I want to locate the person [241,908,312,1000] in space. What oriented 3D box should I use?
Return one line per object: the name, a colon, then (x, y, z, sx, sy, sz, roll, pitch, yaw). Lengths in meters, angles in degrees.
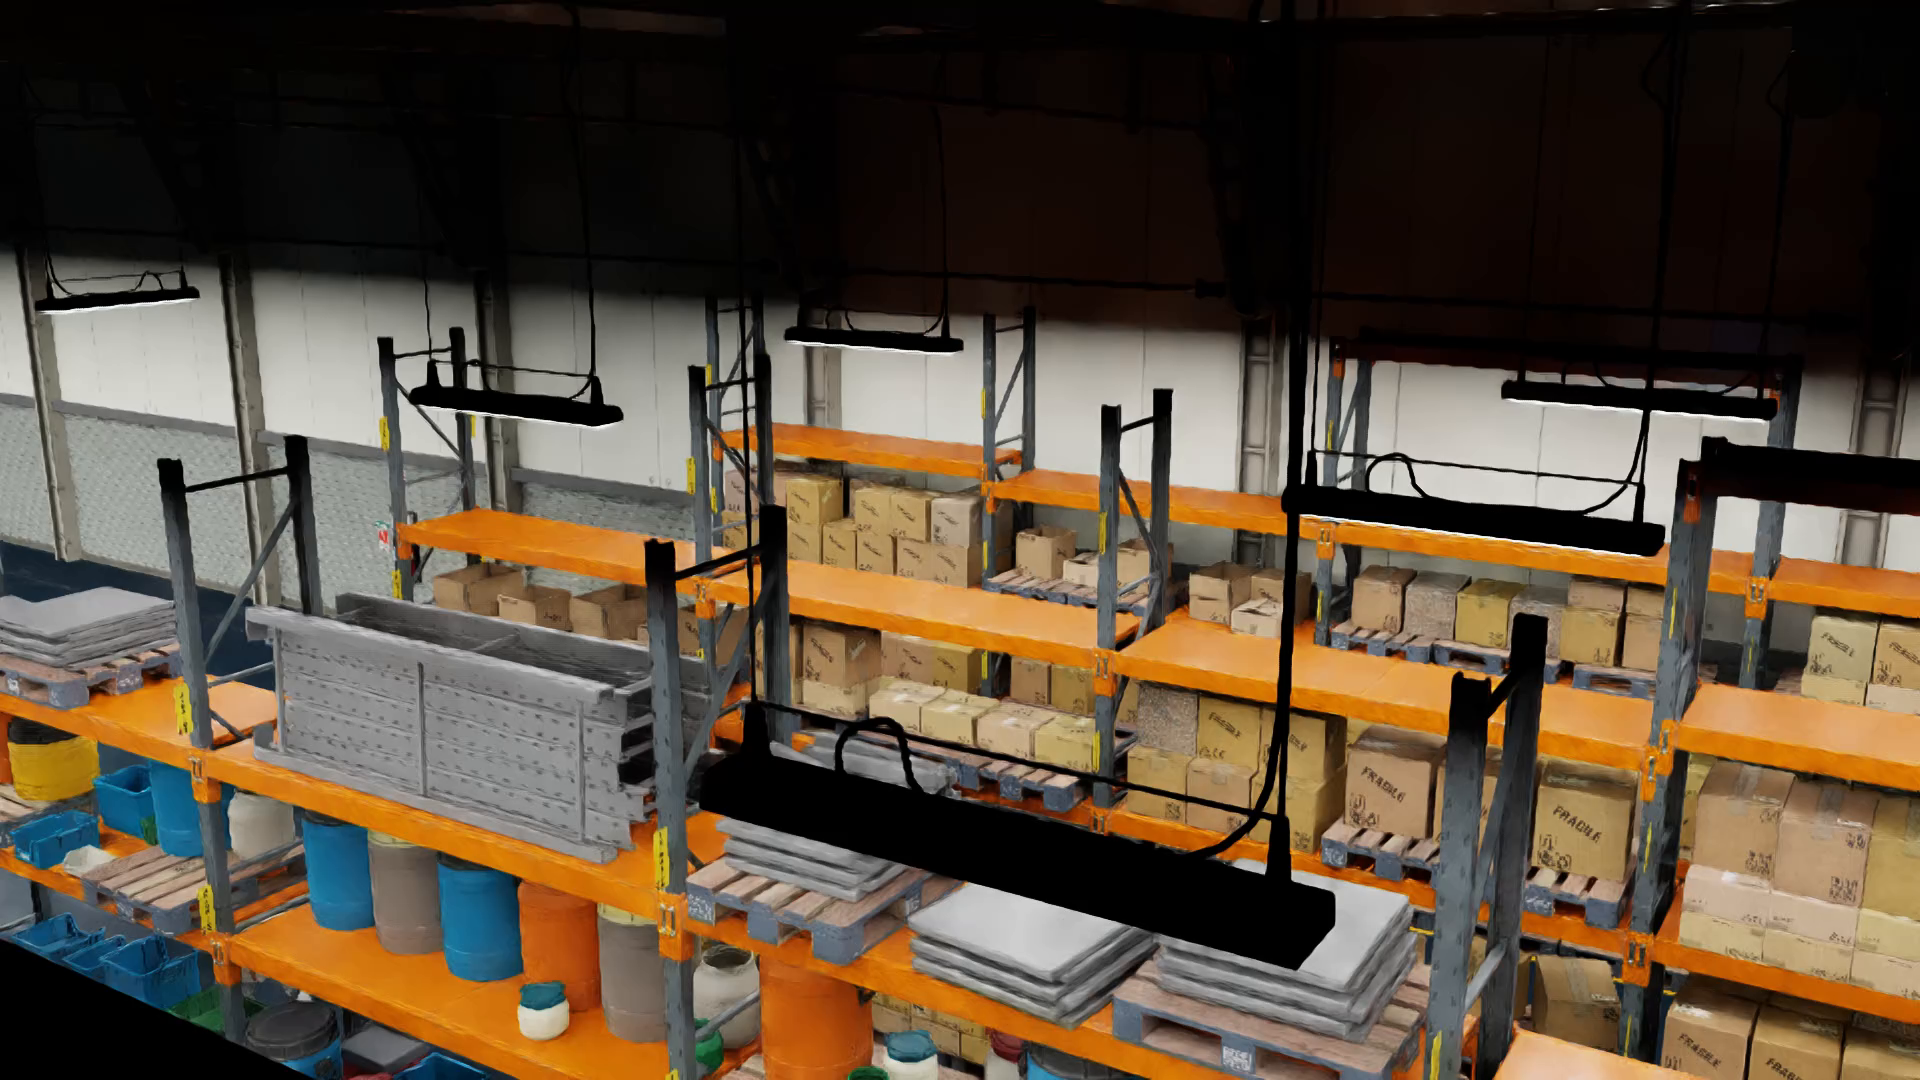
person: (-6.238, 3.639, 14.916, 1.176, 1.699, 0.578, 8, 16, 29)
